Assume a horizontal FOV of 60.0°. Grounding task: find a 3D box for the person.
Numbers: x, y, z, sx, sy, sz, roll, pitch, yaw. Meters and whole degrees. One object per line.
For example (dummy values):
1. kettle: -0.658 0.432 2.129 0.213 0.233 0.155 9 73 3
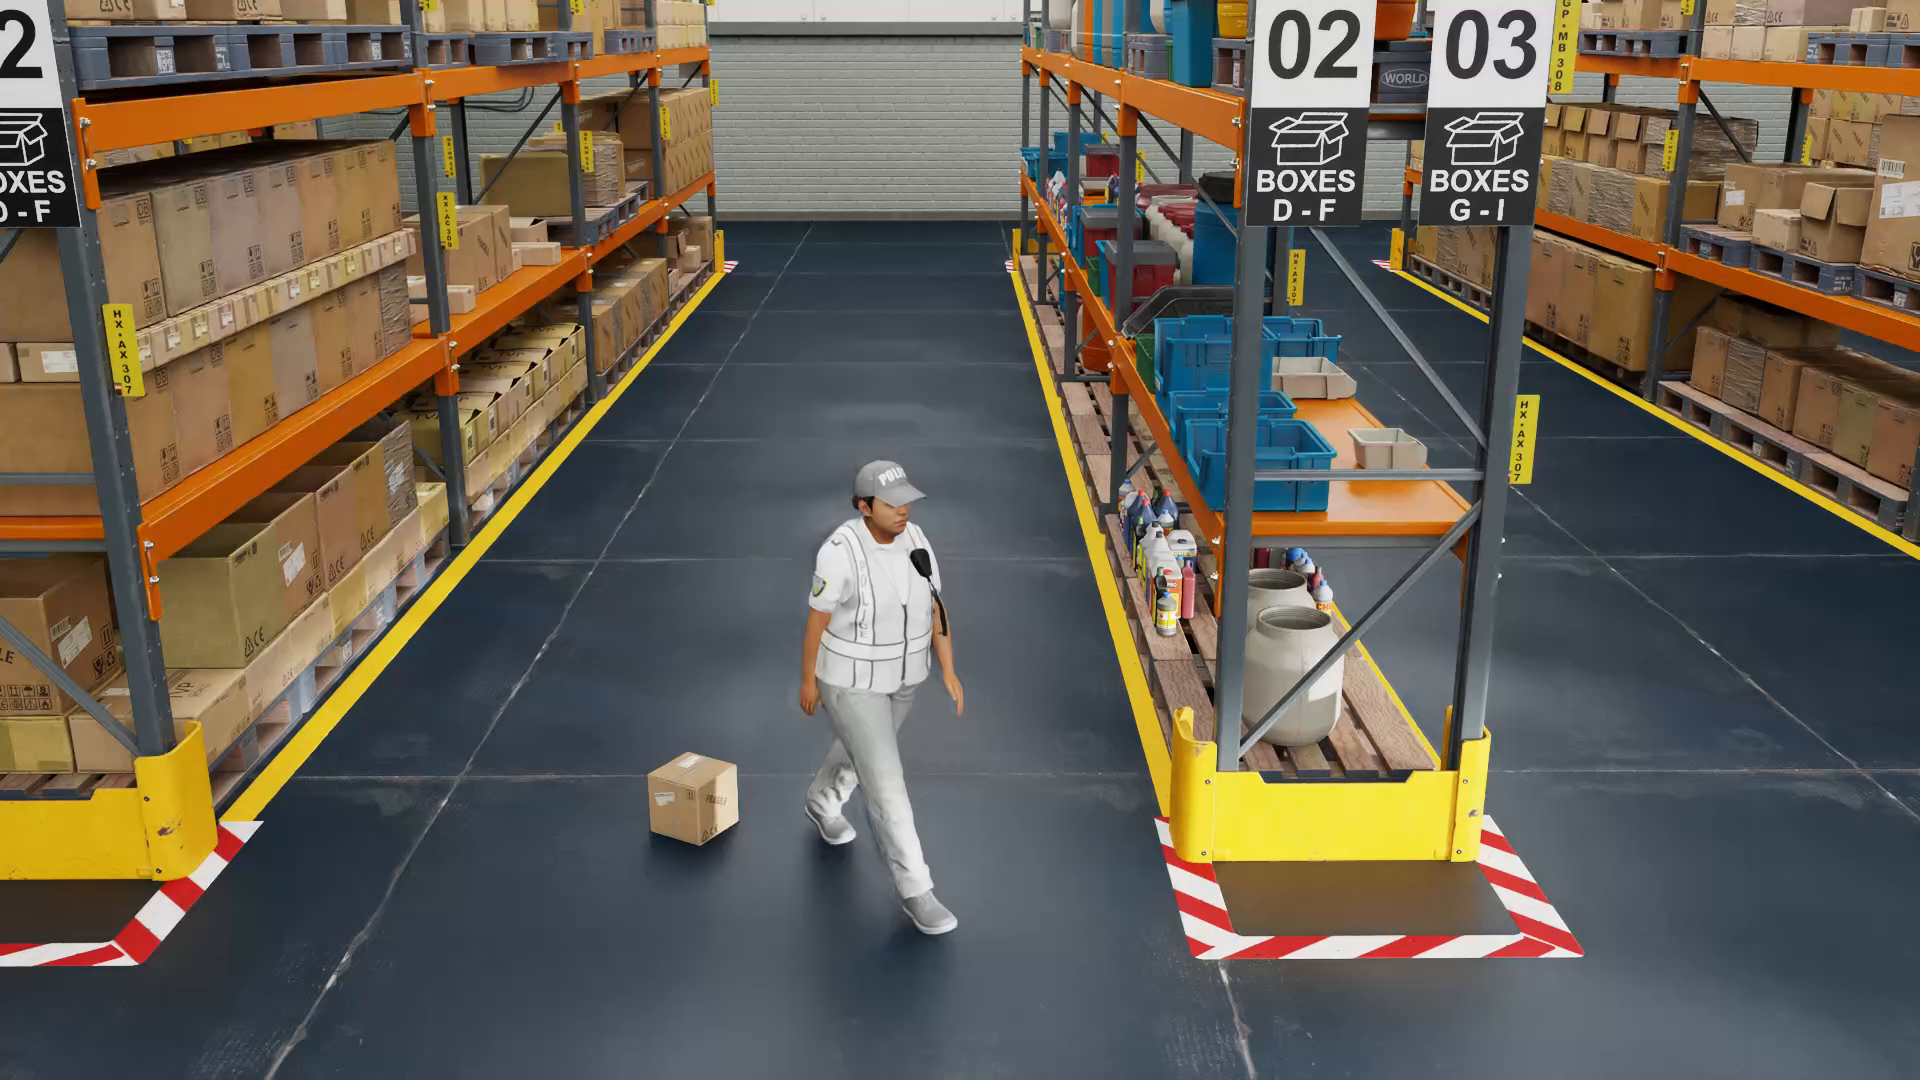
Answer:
1. person: -0.262 0.482 5.995 0.489 1.593 1.060 -16 23 -41
